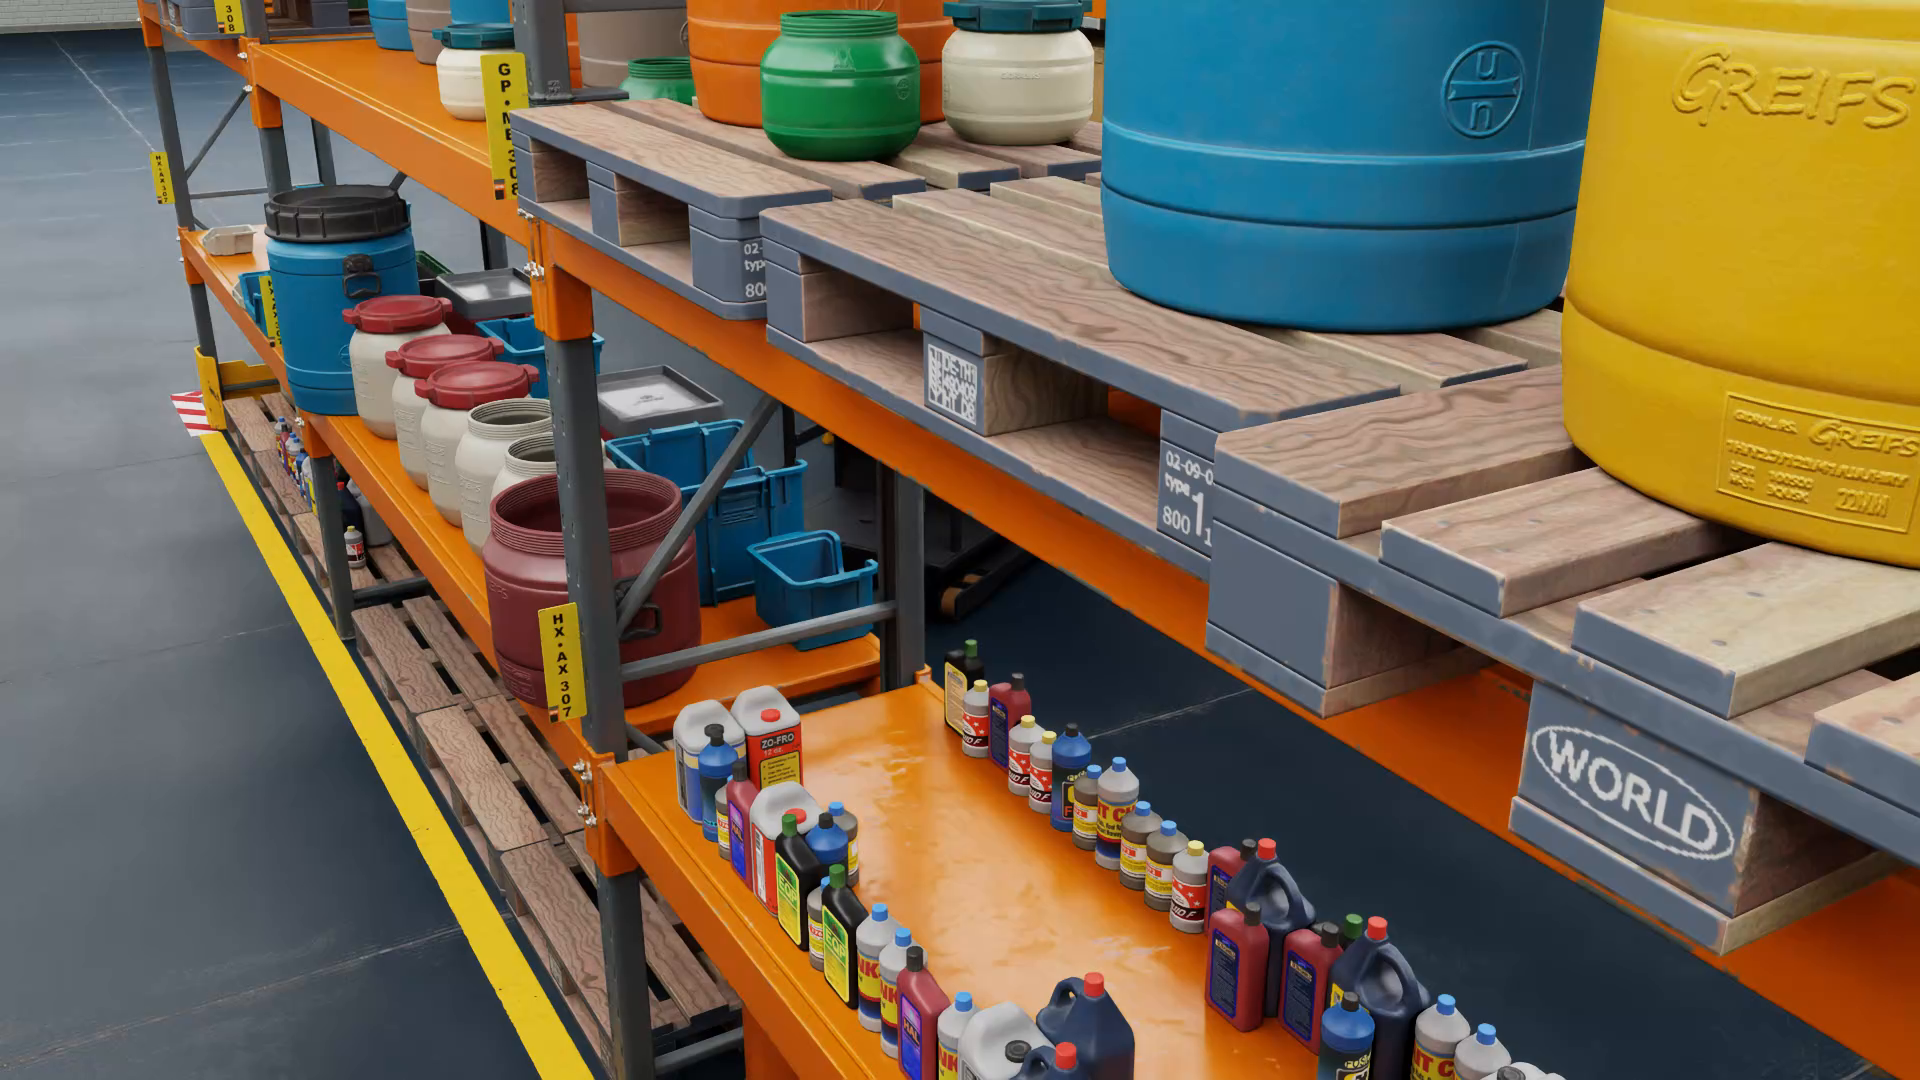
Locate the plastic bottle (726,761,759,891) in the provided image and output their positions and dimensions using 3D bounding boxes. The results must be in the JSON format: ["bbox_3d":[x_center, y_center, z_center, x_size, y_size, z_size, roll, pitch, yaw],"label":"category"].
[{"bbox_3d":[-0.490,0.660,3.859,0.061,0.283,0.133,-13,25,-28],"label":"plastic bottle"}]

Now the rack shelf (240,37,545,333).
[{"bbox_3d":[-1.584,-1.415,5.781,1.077,0.370,4.000,-13,25,-28],"label":"rack shelf"}]

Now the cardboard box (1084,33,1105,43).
[{"bbox_3d":[0.908,-3.073,11.032,0.700,0.500,0.500,-13,25,-28],"label":"cardboard box"}]

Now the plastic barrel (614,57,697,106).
[{"bbox_3d":[-0.732,-1.099,4.254,0.294,0.245,0.294,0,22,0],"label":"plastic barrel"}]

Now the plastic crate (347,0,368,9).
[{"bbox_3d":[-3.177,-2.861,8.664,0.336,0.188,0.450,-13,25,-28],"label":"plastic crate"}]

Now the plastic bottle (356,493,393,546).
[{"bbox_3d":[-3.058,-0.164,8.664,0.144,0.351,0.185,-13,25,-28],"label":"plastic bottle"}]

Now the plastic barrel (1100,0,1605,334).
[{"bbox_3d":[0.478,-0.756,1.980,0.600,0.901,0.708,-13,25,-28],"label":"plastic barrel"}]

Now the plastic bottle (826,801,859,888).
[{"bbox_3d":[-0.285,0.703,3.863,0.097,0.201,0.097,0,22,0],"label":"plastic bottle"}]

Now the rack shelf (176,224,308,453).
[{"bbox_3d":[-3.627,-1.320,9.531,1.077,0.370,4.000,-13,25,-28],"label":"rack shelf"}]

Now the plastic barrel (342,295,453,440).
[{"bbox_3d":[-2.305,-0.717,6.912,0.433,0.535,0.433,0,22,0],"label":"plastic barrel"}]

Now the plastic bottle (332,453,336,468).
[{"bbox_3d":[-3.434,-0.345,9.201,0.061,0.283,0.133,-13,25,-28],"label":"plastic bottle"}]

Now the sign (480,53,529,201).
[{"bbox_3d":[-1.032,-0.944,3.806,0.100,0.325,0.005,-13,25,-28],"label":"sign"}]

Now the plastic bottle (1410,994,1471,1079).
[{"bbox_3d":[0.895,0.971,3.110,0.097,0.271,0.097,0,22,0],"label":"plastic bottle"}]

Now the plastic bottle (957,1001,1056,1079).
[{"bbox_3d":[0.089,0.997,3.039,0.152,0.276,0.135,-13,25,-28],"label":"plastic bottle"}]

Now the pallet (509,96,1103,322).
[{"bbox_3d":[-0.256,-0.747,3.433,1.003,0.211,1.213,-13,25,-28],"label":"pallet"}]

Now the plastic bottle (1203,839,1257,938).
[{"bbox_3d":[0.595,0.762,3.609,0.061,0.283,0.133,-13,25,-28],"label":"plastic bottle"}]

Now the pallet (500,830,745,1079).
[{"bbox_3d":[-0.925,1.322,5.778,1.003,0.211,1.213,-13,25,-28],"label":"pallet"}]

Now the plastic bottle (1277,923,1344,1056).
[{"bbox_3d":[0.705,0.876,3.327,0.061,0.283,0.133,-13,25,-28],"label":"plastic bottle"}]

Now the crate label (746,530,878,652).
[{"bbox_3d":[-0.455,0.158,5.162,0.303,0.233,0.416,-13,25,-28],"label":"crate label"}]

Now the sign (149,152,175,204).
[{"bbox_3d":[-5.124,-2.325,10.680,0.100,0.325,0.005,-13,25,-28],"label":"sign"}]

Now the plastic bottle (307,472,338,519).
[{"bbox_3d":[-3.445,-0.302,9.006,0.144,0.351,0.185,-13,25,-29],"label":"plastic bottle"}]

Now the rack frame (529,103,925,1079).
[{"bbox_3d":[-0.562,0.289,4.617,1.000,3.000,0.127,-13,25,-28],"label":"rack frame"}]

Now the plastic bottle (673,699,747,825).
[{"bbox_3d":[-0.619,0.548,4.143,0.152,0.276,0.135,-13,25,-28],"label":"plastic bottle"}]

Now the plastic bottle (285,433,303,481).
[{"bbox_3d":[-3.815,-0.483,9.555,0.097,0.271,0.097,0,22,0],"label":"plastic bottle"}]

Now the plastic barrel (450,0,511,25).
[{"bbox_3d":[-1.491,-2.082,5.800,0.600,0.901,0.708,-13,25,-28],"label":"plastic barrel"}]

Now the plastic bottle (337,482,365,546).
[{"bbox_3d":[-3.182,-0.136,8.596,0.144,0.351,0.185,-13,26,-30],"label":"plastic bottle"}]

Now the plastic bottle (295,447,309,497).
[{"bbox_3d":[-3.661,-0.385,9.314,0.097,0.271,0.097,0,22,0],"label":"plastic bottle"}]

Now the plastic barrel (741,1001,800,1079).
[{"bbox_3d":[-0.298,1.255,4.566,0.600,0.830,0.708,-13,25,-28],"label":"plastic barrel"}]

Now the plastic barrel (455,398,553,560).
[{"bbox_3d":[-1.486,-0.191,5.650,0.421,0.512,0.421,0,22,0],"label":"plastic barrel"}]

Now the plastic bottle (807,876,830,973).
[{"bbox_3d":[-0.279,0.819,3.577,0.097,0.201,0.097,0,22,0],"label":"plastic bottle"}]

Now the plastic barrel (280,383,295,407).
[{"bbox_3d":[-4.247,-1.145,10.890,0.421,0.512,0.421,0,22,0],"label":"plastic barrel"}]

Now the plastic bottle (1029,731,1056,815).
[{"bbox_3d":[0.222,0.577,4.173,0.097,0.201,0.097,0,22,0],"label":"plastic bottle"}]

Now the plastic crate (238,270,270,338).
[{"bbox_3d":[-3.404,-1.243,8.584,0.499,0.251,0.616,-13,25,-28],"label":"plastic crate"}]

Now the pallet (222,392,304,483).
[{"bbox_3d":[-4.159,-0.730,10.826,1.003,0.211,1.213,-13,25,-28],"label":"pallet"}]

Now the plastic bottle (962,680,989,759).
[{"bbox_3d":[0.054,0.471,4.434,0.097,0.201,0.097,0,22,0],"label":"plastic bottle"}]

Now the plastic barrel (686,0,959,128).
[{"bbox_3d":[-0.275,-1.310,3.439,0.600,0.830,0.708,-13,25,-28],"label":"plastic barrel"}]

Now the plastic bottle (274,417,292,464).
[{"bbox_3d":[-3.990,-0.594,9.828,0.097,0.271,0.097,0,22,0],"label":"plastic bottle"}]

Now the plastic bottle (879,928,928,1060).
[{"bbox_3d":[-0.111,0.893,3.303,0.097,0.271,0.097,0,22,0],"label":"plastic bottle"}]

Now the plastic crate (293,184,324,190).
[{"bbox_3d":[-4.136,-2.128,10.760,0.499,0.251,0.616,-13,25,-28],"label":"plastic crate"}]

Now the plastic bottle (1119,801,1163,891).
[{"bbox_3d":[0.421,0.703,3.863,0.097,0.201,0.097,0,22,0],"label":"plastic bottle"}]

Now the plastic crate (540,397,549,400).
[{"bbox_3d":[-1.473,-0.398,6.590,0.450,0.188,0.662,-13,25,-28],"label":"plastic crate"}]

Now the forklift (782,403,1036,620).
[{"bbox_3d":[-0.316,-1.152,8.253,1.130,2.935,3.031,12,25,28],"label":"forklift"}]

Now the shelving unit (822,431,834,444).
[{"bbox_3d":[-0.321,-1.273,10.452,1.083,1.500,0.587,20,30,40],"label":"shelving unit"}]

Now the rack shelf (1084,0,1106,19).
[{"bbox_3d":[0.633,-3.661,11.308,1.077,0.370,4.000,-13,25,-28],"label":"rack shelf"}]
